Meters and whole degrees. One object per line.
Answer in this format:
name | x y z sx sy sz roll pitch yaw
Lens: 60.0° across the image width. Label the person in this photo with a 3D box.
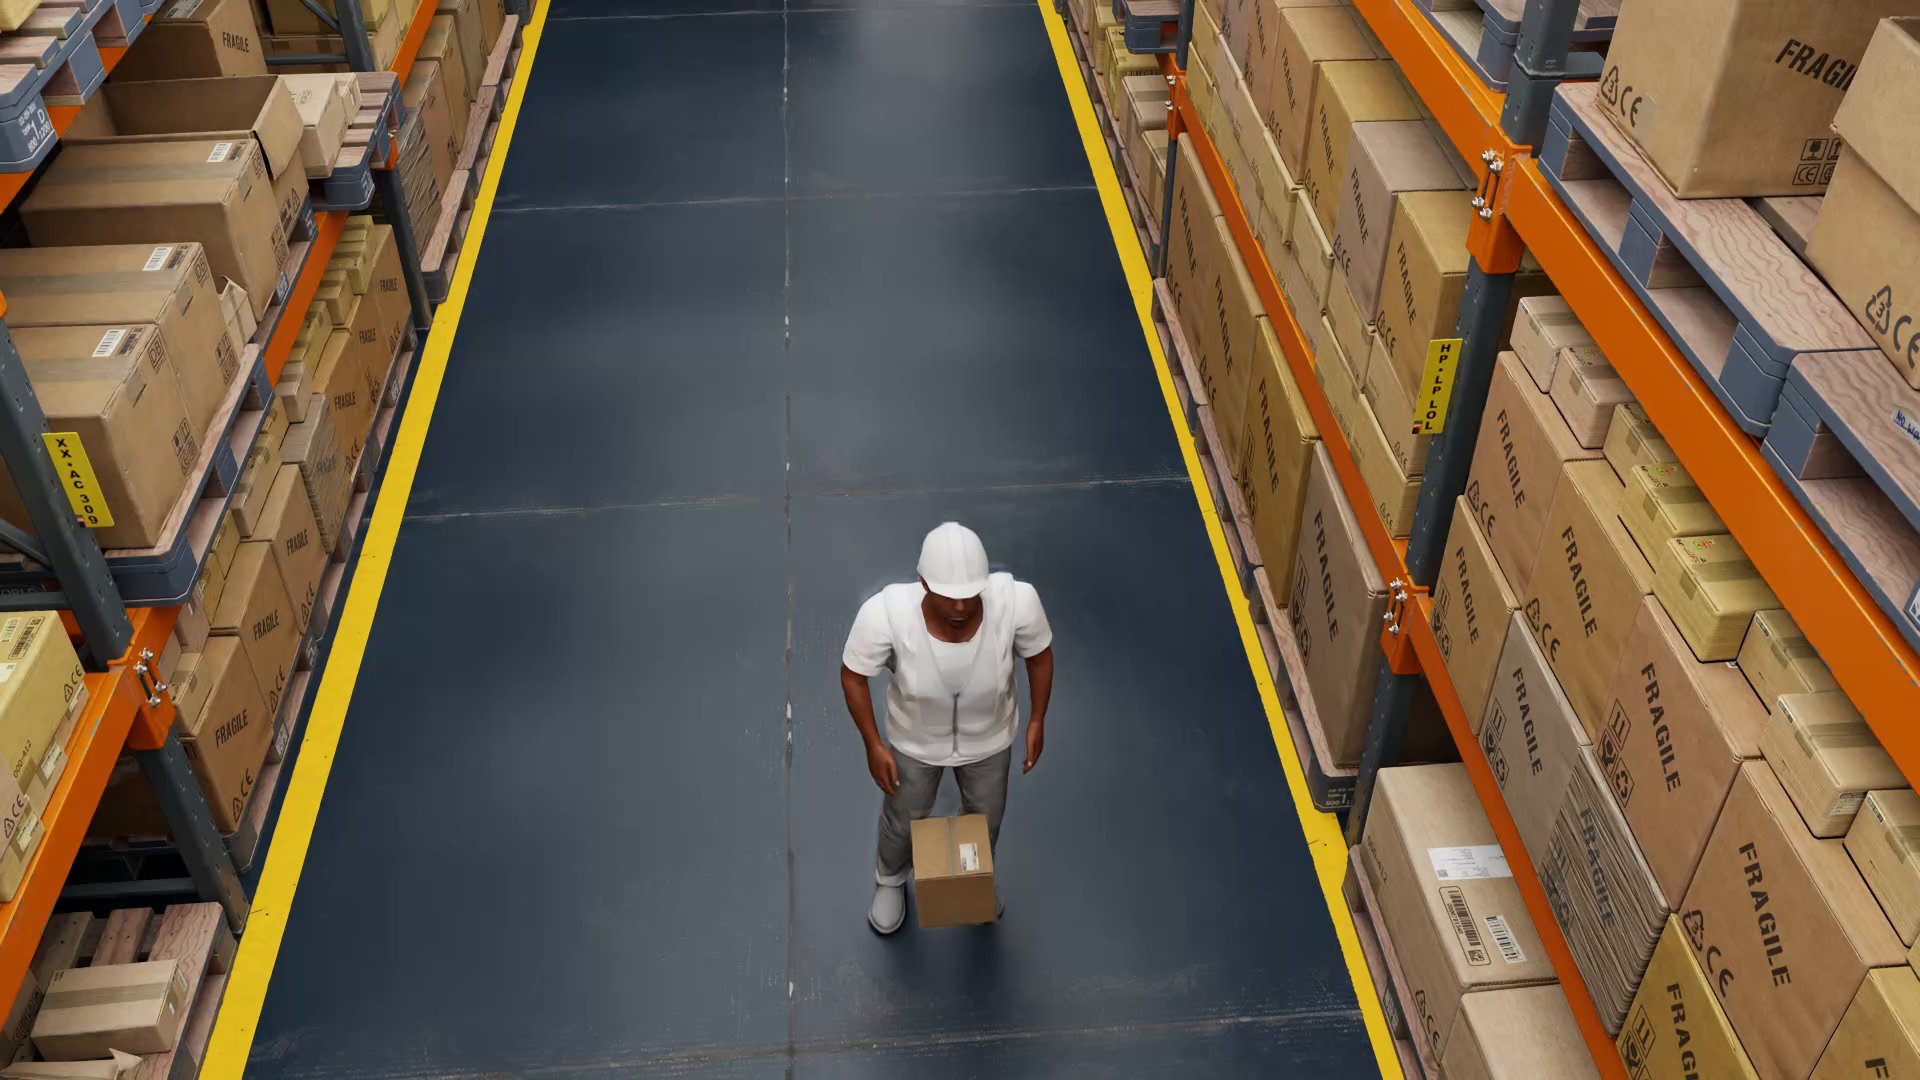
person | -0.036 0.628 5.366 0.676 1.755 0.453 -3 39 -4
